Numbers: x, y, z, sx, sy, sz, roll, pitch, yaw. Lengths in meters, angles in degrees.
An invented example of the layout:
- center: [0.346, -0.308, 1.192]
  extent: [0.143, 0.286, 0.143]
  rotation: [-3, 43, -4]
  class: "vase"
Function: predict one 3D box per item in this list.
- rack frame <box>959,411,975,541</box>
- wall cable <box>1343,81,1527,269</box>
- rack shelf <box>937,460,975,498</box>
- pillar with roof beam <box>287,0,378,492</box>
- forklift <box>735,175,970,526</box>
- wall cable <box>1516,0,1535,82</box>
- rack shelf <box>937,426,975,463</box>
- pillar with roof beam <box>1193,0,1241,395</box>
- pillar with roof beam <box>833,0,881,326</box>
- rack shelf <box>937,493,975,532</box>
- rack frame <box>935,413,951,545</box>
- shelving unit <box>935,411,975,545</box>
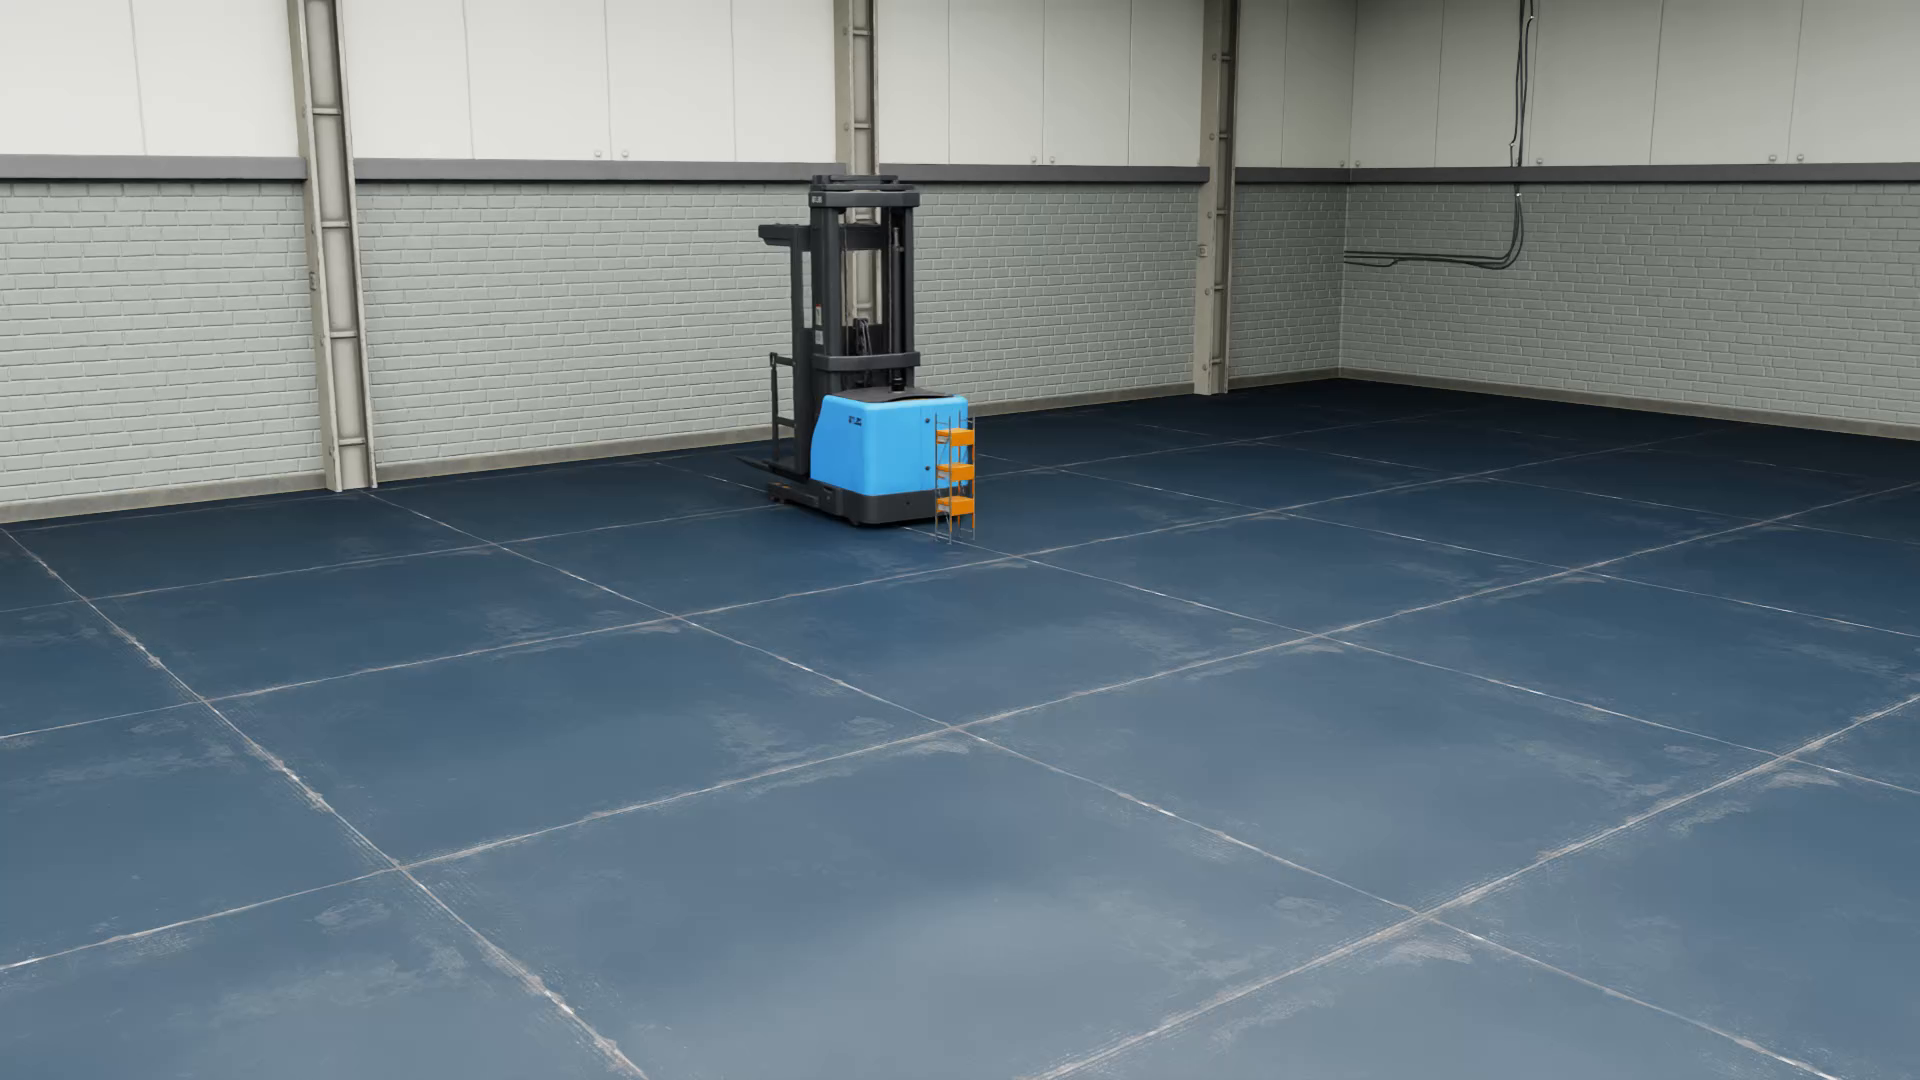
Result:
- center: [0.053, -0.522, 13.562]
  extent: [0.008, 1.050, 0.200]
  rotation: [-9, 15, -38]
  class: "rack frame"
- center: [6.638, -5.115, 23.527]
  extent: [0.112, 2.526, 3.097]
  rotation: [-9, 15, -38]
  class: "wall cable"
- center: [-0.042, -0.496, 13.489]
  extent: [0.240, 0.259, 0.215]
  rotation: [-9, 15, -38]
  class: "rack shelf"
- center: [-3.169, -4.210, 11.793]
  extent: [0.400, 9.000, 9.100]
  rotation: [-9, 15, -38]
  class: "pillar with roof beam"
- center: [-1.131, -1.813, 15.110]
  extent: [1.130, 2.935, 3.031]
  rotation: [-8, 14, -32]
  class: "forklift"
- center: [8.328, -7.146, 20.936]
  extent: [0.112, 2.526, 3.097]
  rotation: [-9, 15, -38]
  class: "wall cable"
- center: [-0.042, -0.774, 13.430]
  extent: [0.240, 0.259, 0.215]
  rotation: [-9, 15, -38]
  class: "rack shelf"
- center: [6.201, -5.768, 19.126]
  extent: [0.400, 9.000, 9.100]
  rotation: [-9, 15, -38]
  class: "pillar with roof beam"
- center: [1.516, -4.989, 15.459]
  extent: [0.400, 9.000, 9.100]
  rotation: [-9, 15, -38]
  class: "pillar with roof beam"
- center: [-0.042, -0.224, 13.547]
  extent: [0.240, 0.259, 0.215]
  rotation: [-9, 15, -38]
  class: "rack shelf"
- center: [-0.137, -0.491, 13.412]
  extent: [0.008, 1.050, 0.200]
  rotation: [-9, 15, -38]
  class: "rack frame"
- center: [-0.042, -0.507, 13.487]
  extent: [0.252, 1.050, 0.215]
  rotation: [-9, 15, -38]
  class: "shelving unit"
